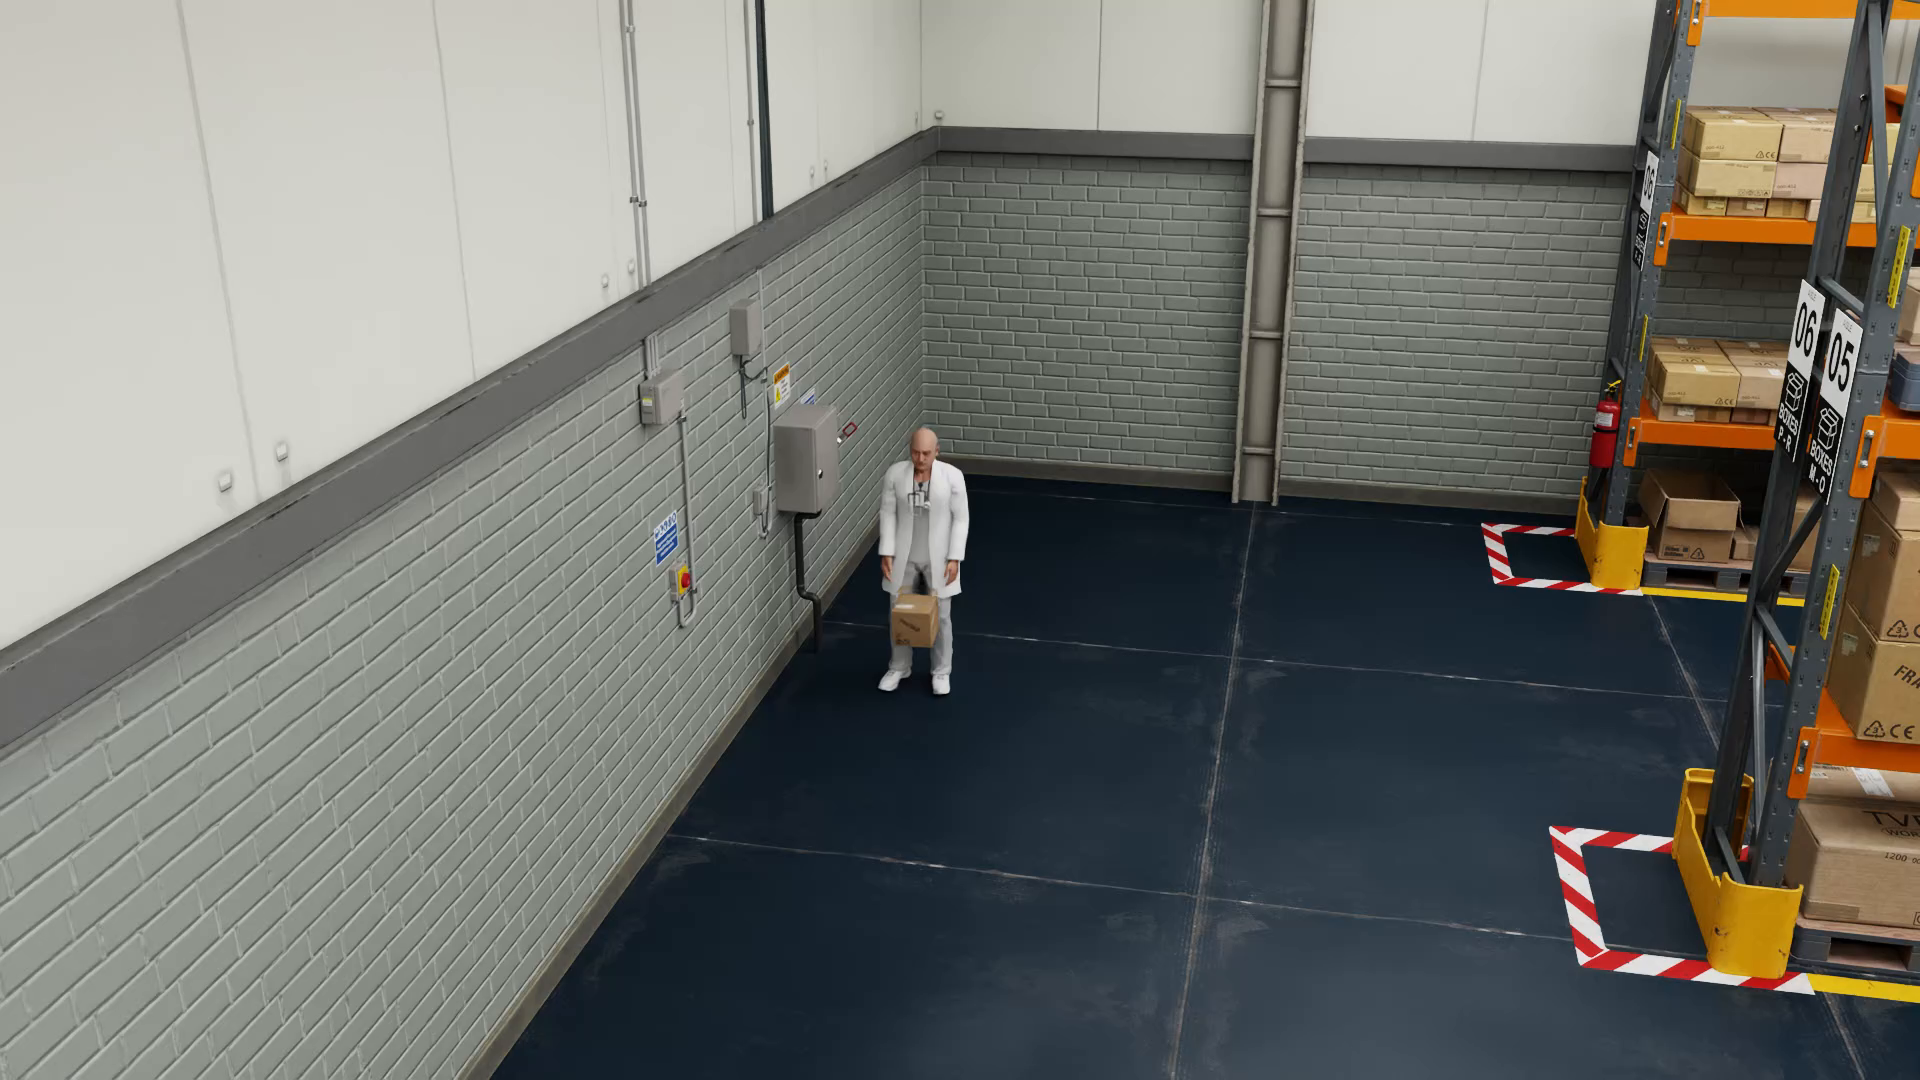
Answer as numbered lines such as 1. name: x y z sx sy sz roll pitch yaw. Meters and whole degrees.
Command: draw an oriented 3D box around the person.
1. person: -0.241 0.126 10.776 0.589 1.778 0.424 4 22 10
